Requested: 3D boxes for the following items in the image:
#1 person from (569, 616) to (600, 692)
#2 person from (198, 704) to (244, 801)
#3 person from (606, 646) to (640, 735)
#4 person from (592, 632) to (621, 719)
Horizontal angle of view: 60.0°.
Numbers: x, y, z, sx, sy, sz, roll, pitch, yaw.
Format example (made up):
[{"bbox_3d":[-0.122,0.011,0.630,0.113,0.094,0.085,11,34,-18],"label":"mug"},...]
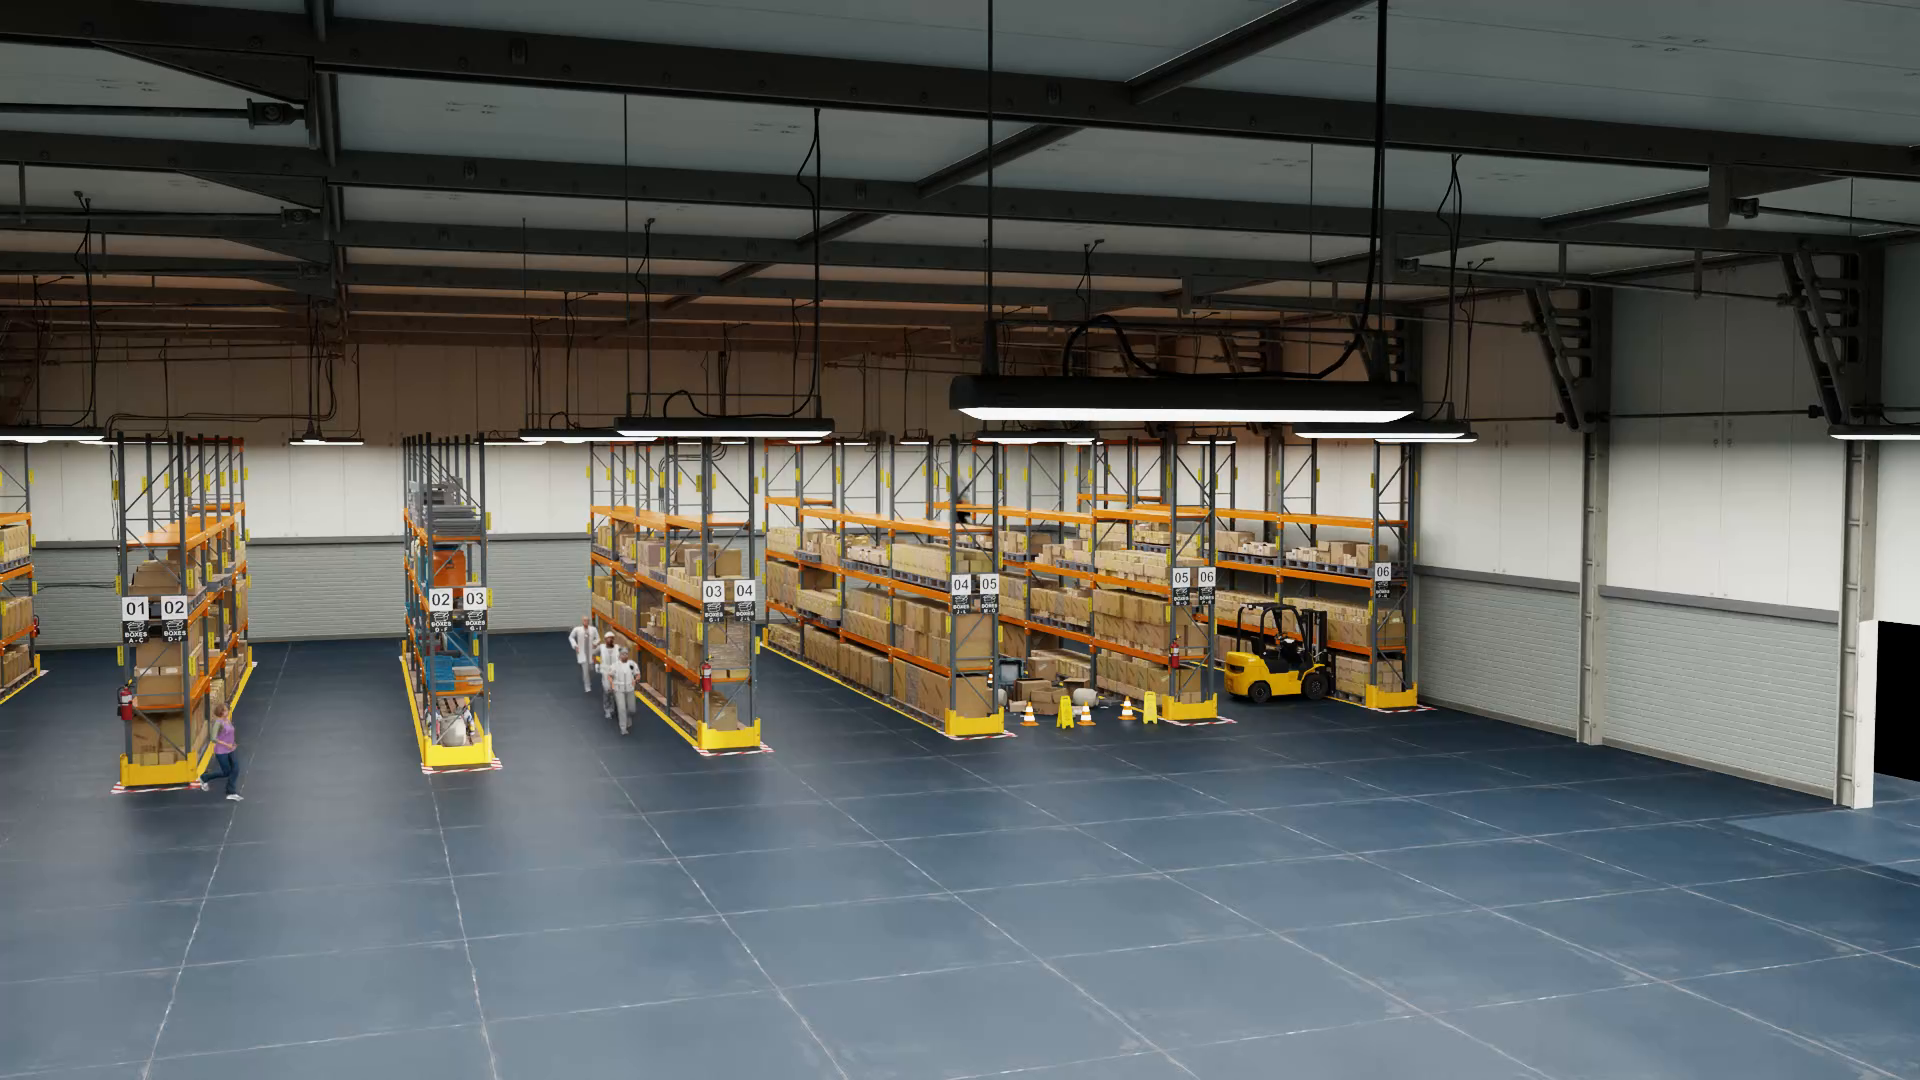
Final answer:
[{"bbox_3d":[-8.820,2.666,39.147,0.720,1.761,0.882,-1,3,-24],"label":"person"},{"bbox_3d":[-11.997,3.448,26.995,0.716,1.579,0.546,0,3,2],"label":"person"},{"bbox_3d":[-6.746,2.998,33.396,0.667,1.738,0.730,-1,3,-19],"label":"person"},{"bbox_3d":[-7.455,2.859,35.428,0.660,1.818,0.715,-1,3,-24],"label":"person"}]
